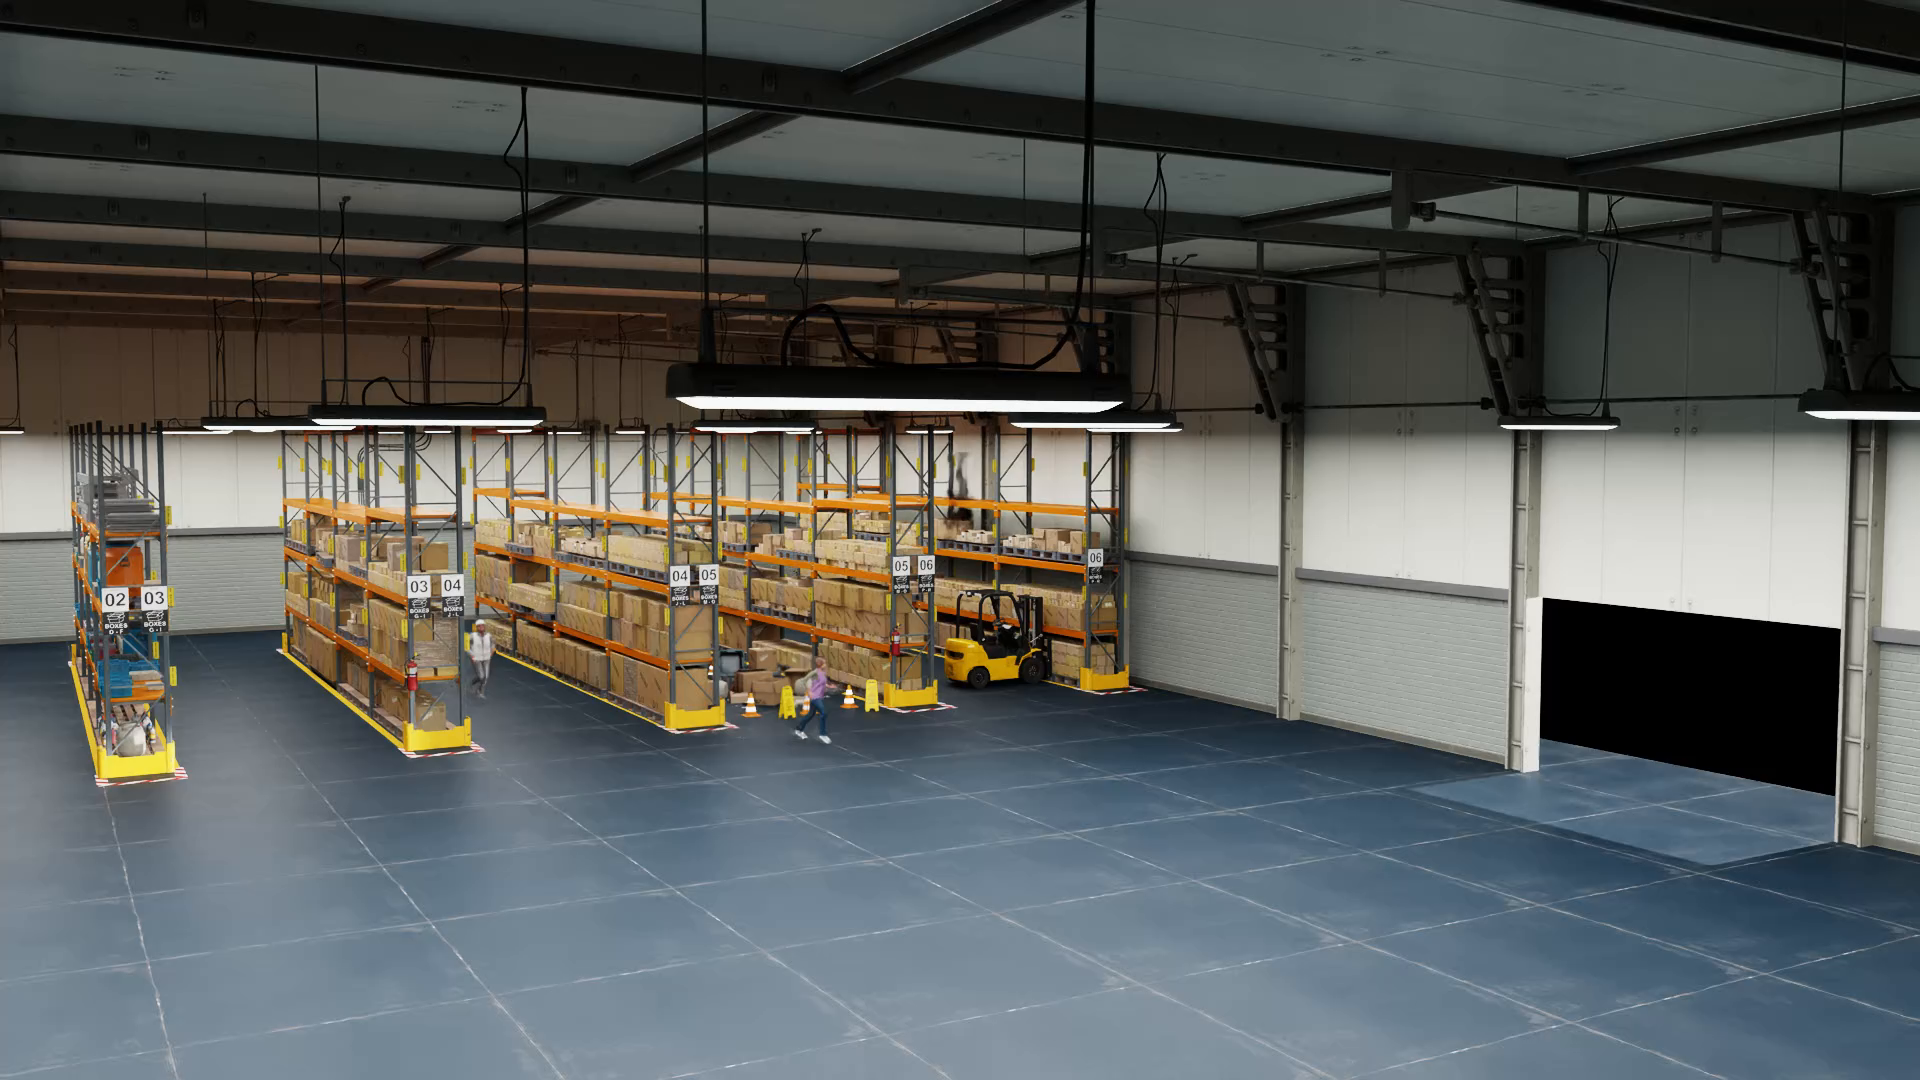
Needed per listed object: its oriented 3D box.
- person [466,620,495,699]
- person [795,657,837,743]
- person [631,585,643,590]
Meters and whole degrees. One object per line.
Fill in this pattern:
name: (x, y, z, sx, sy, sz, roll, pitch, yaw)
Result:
person: (-10.468, 2.609, 36.414, 0.652, 1.743, 0.607, -3, 4, -36)
person: (-2.723, 3.007, 31.229, 0.835, 1.633, 0.475, 1, 4, 10)
person: (-9.680, 1.716, 50.733, 0.861, 1.855, 0.668, -3, 5, -41)
